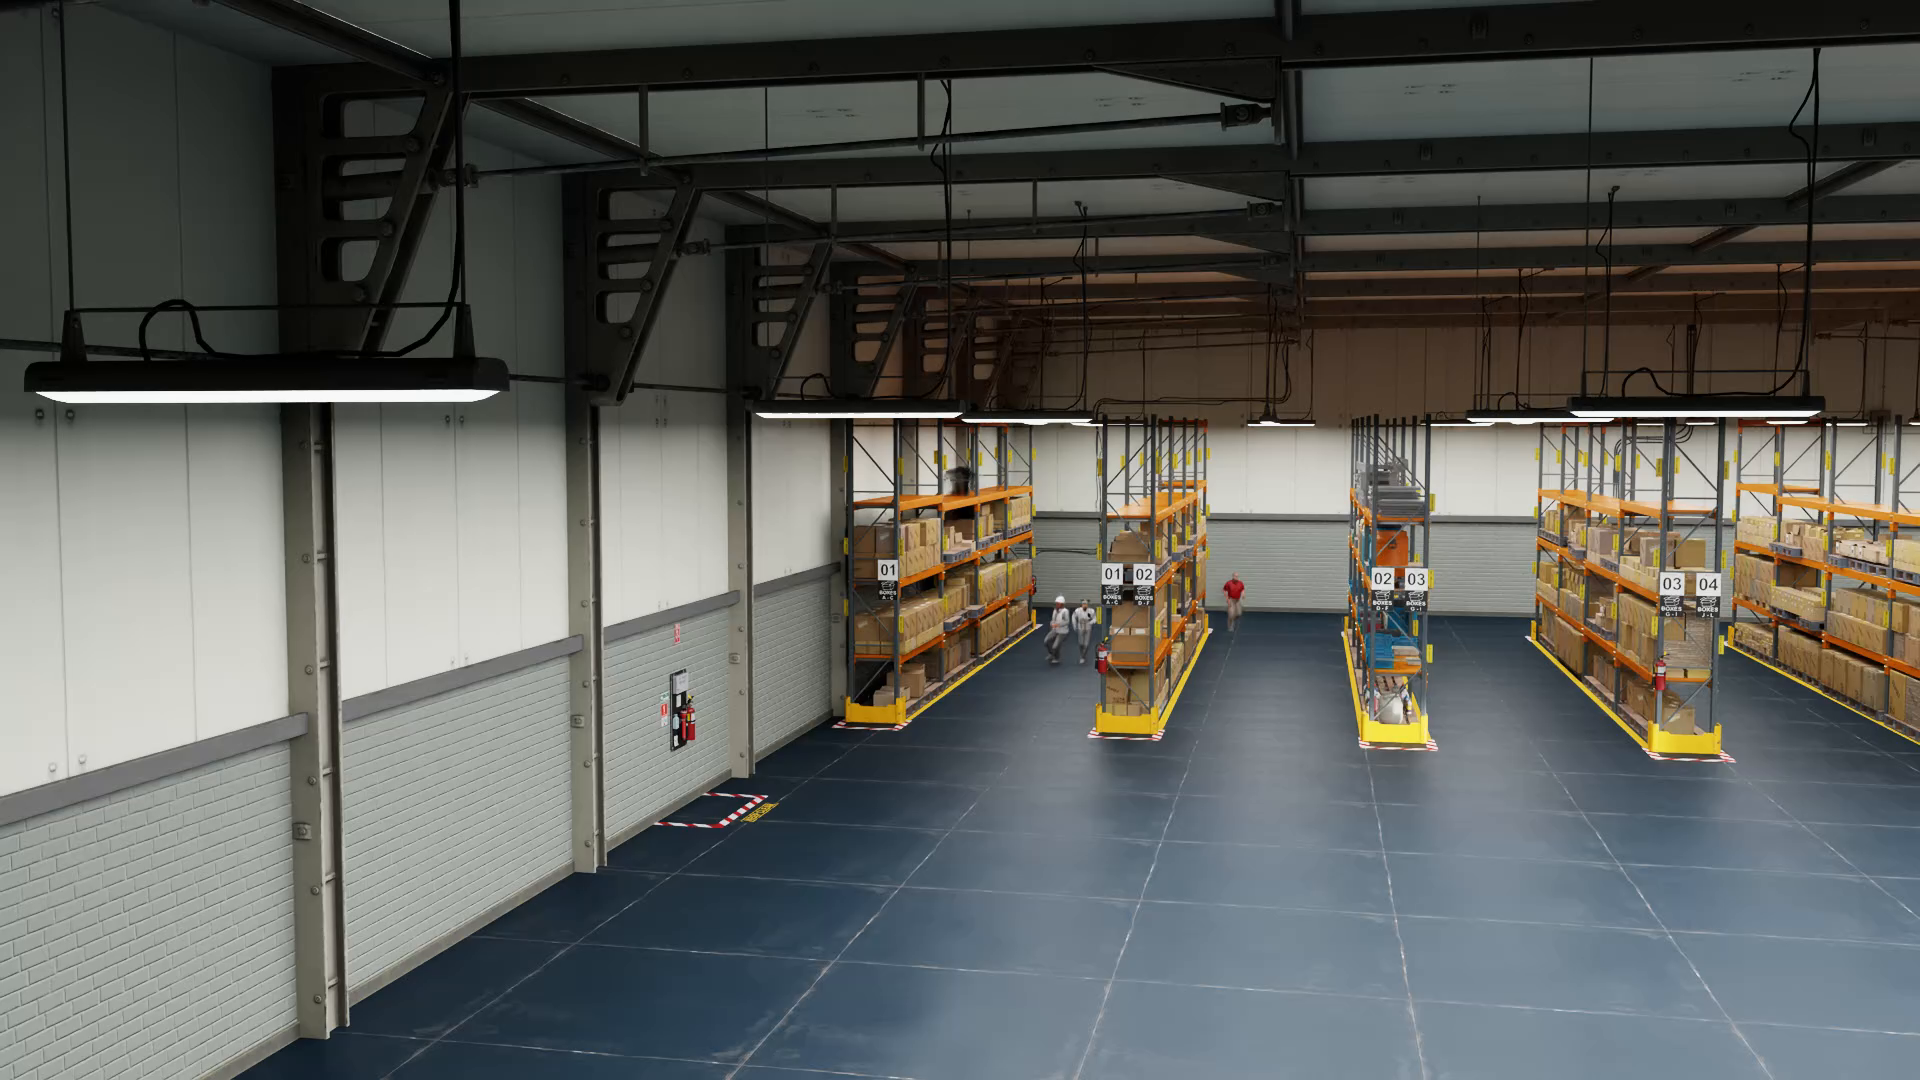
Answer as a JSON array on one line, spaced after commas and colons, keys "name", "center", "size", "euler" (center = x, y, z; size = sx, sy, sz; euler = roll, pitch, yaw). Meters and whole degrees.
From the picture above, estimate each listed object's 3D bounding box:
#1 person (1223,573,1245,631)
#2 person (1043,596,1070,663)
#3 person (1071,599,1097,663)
[{"name": "person", "center": [7.801, 1.753, 47.286], "size": [0.645, 1.670, 0.616], "euler": [-1, 4, -15]}, {"name": "person", "center": [2.331, 2.197, 40.488], "size": [0.847, 1.667, 0.656], "euler": [3, 5, 42]}, {"name": "person", "center": [3.037, 2.222, 40.658], "size": [0.596, 1.621, 0.667], "euler": [0, 4, -2]}]
